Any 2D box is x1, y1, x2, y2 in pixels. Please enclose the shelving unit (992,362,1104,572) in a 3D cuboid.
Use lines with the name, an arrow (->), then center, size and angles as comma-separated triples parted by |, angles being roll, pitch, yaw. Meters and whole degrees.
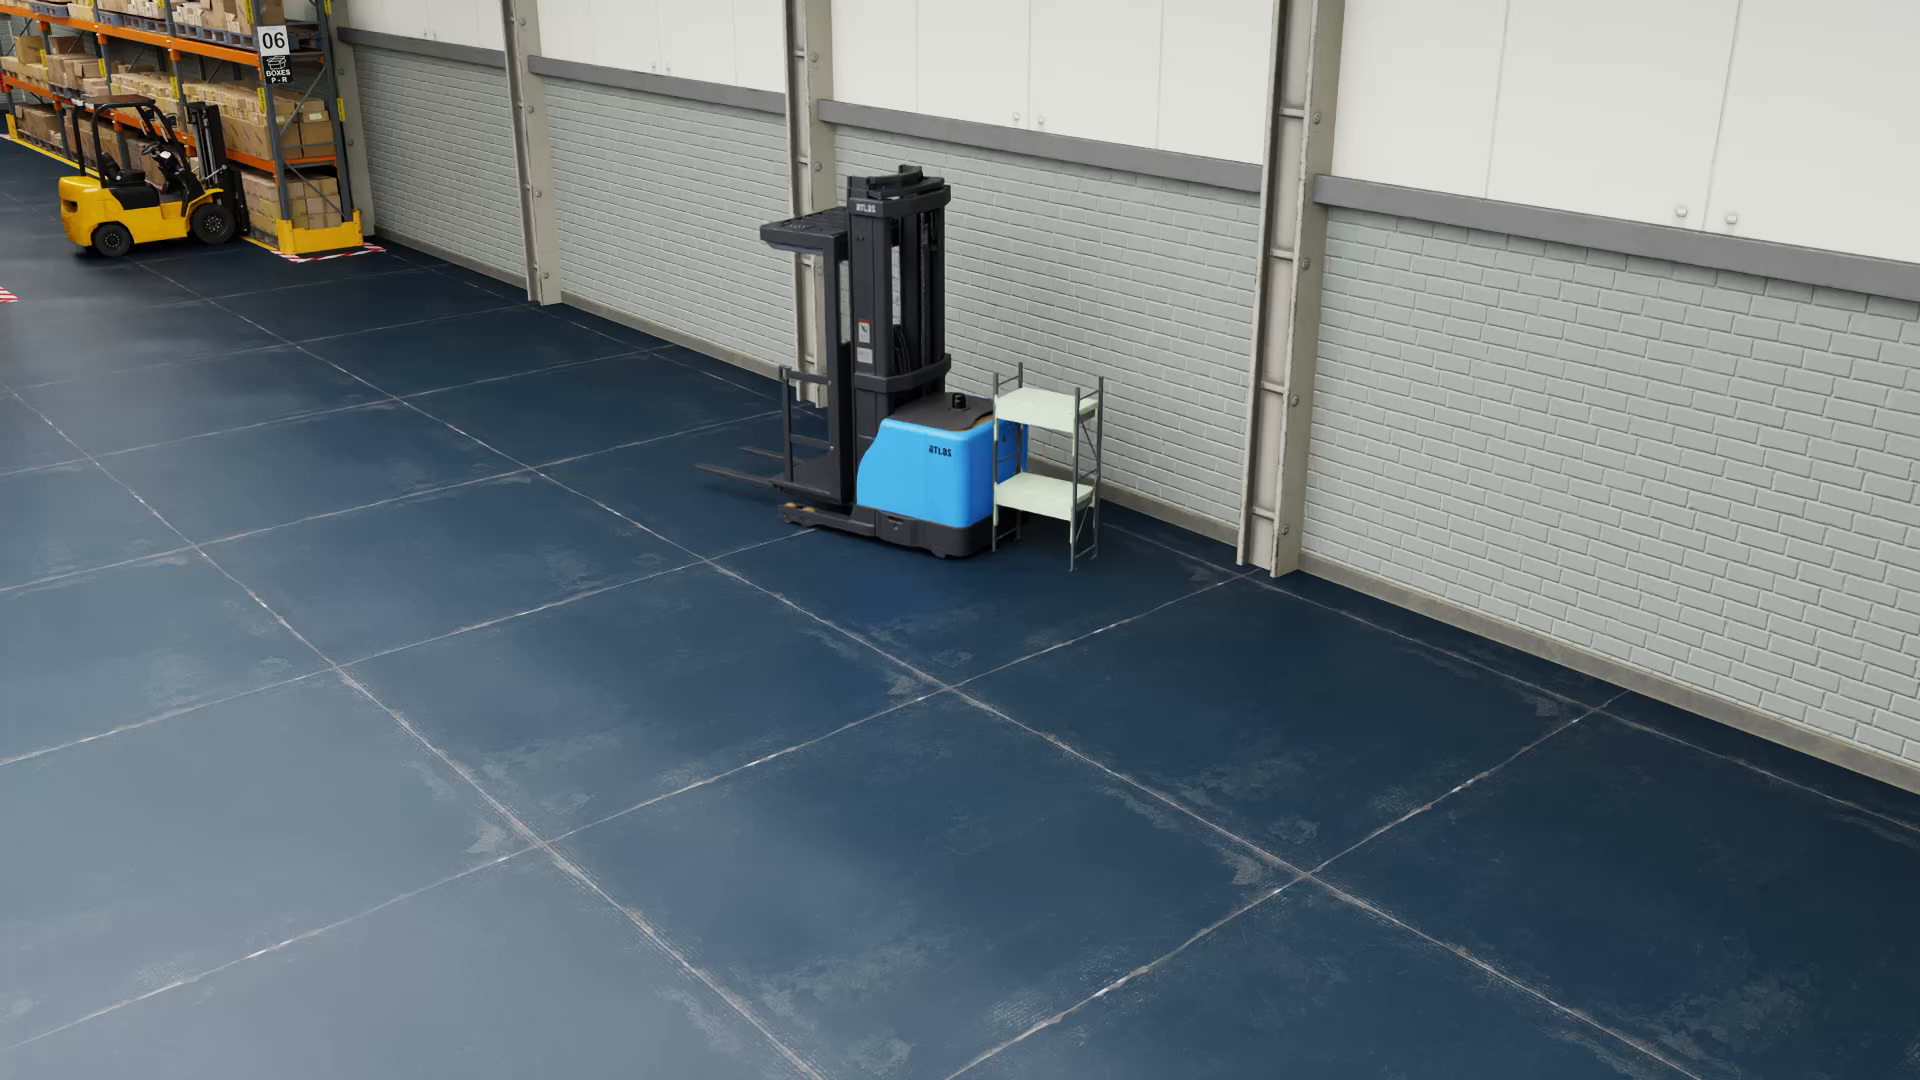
shelving unit -> 0.684, -0.580, 13.135 | 0.755, 1.500, 0.431 | 14, 25, 31

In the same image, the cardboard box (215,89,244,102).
cardboard box -> -11.262, -6.856, 25.667 | 0.380, 0.149, 0.250 | -18, 27, -38

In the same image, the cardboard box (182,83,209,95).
cardboard box -> -12.163, -7.193, 26.527 | 0.380, 0.149, 0.250 | -17, 27, -36

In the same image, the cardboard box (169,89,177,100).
cardboard box -> -12.720, -7.322, 27.264 | 0.380, 0.149, 0.250 | -18, 28, -38

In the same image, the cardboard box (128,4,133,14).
cardboard box -> -13.597, -8.831, 27.662 | 0.380, 0.149, 0.250 | -18, 28, -38

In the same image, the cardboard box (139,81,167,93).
cardboard box -> -13.626, -7.655, 28.116 | 0.380, 0.149, 0.250 | -18, 28, -39

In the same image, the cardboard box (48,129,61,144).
cardboard box -> -18.187, -8.180, 33.655 | 0.396, 0.266, 0.258 | -16, 27, -36

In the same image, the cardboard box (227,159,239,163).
cardboard box -> -11.742, -5.893, 26.467 | 0.500, 0.250, 0.500 | -17, 27, -37

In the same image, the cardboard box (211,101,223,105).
cardboard box -> -11.324, -6.702, 25.682 | 0.380, 0.149, 0.250 | -19, 28, -39

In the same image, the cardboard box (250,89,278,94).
cardboard box -> -10.756, -6.896, 25.770 | 0.380, 0.149, 0.250 | -16, 27, -36

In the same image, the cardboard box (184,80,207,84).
cardboard box -> -13.005, -7.726, 28.296 | 0.380, 0.149, 0.250 | -18, 27, -38

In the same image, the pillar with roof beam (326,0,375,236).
pillar with roof beam -> -12.568, -7.935, 21.630 | 9.100, 9.000, 0.400 | -17, 27, -37

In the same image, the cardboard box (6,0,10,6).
cardboard box -> -19.020, -10.870, 33.580 | 0.380, 0.149, 0.250 | -17, 27, -37

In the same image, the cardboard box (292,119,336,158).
cardboard box -> -9.648, -6.009, 24.802 | 0.500, 0.500, 0.500 | -16, 27, -36

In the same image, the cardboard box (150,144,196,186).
cardboard box -> -13.488, -6.519, 28.922 | 0.875, 0.625, 0.625 | -19, 28, -40

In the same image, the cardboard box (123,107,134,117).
cardboard box -> -14.328, -7.579, 29.153 | 0.500, 0.250, 0.500 | -18, 28, -39

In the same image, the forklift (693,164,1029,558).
forklift -> -0.937, -1.617, 13.820 | 3.031, 2.935, 1.130 | 14, 25, 31

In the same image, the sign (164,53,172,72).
sign -> -14.339, -8.642, 30.073 | 0.100, 0.325, 0.005 | -17, 27, -37

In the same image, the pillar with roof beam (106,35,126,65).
pillar with roof beam -> -20.401, -11.250, 30.095 | 9.100, 9.000, 0.400 | -17, 27, -37

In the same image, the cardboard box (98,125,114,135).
cardboard box -> -15.913, -7.683, 31.176 | 0.380, 0.149, 0.250 | -18, 28, -38

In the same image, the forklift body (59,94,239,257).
forklift body -> -12.155, -5.454, 24.685 | 2.313, 2.155, 1.214 | -17, 27, -37

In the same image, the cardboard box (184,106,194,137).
cardboard box -> -12.054, -6.726, 26.633 | 0.500, 0.500, 0.500 | -18, 28, -39

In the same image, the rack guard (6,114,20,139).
rack guard -> -19.930, -8.995, 35.990 | 1.175, 0.500, 0.348 | -17, 27, -37

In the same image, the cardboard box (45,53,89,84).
cardboard box -> -17.222, -9.130, 32.194 | 0.700, 0.500, 0.500 | -17, 27, -36

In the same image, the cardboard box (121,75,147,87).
cardboard box -> -14.410, -8.022, 29.051 | 0.380, 0.149, 0.250 | -17, 27, -36

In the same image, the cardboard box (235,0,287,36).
cardboard box -> -10.009, -7.509, 23.806 | 0.500, 0.500, 0.500 | -16, 27, -36

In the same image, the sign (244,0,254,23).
sign -> -9.955, -7.406, 23.288 | 0.100, 0.325, 0.005 | -17, 27, -37

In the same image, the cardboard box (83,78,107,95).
cardboard box -> -15.691, -8.310, 30.443 | 0.500, 0.250, 0.500 | -19, 28, -40

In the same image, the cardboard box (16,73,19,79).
cardboard box -> -19.455, -9.699, 34.704 | 0.380, 0.149, 0.250 | -16, 27, -36

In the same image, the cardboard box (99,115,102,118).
cardboard box -> -16.734, -8.304, 32.761 | 0.380, 0.149, 0.250 | -17, 27, -37

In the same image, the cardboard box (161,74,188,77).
cardboard box -> -13.800, -8.094, 29.235 | 0.380, 0.149, 0.250 | -18, 28, -38

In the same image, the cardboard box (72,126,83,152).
cardboard box -> -16.868, -7.774, 32.298 | 0.500, 0.500, 0.500 | -18, 28, -38

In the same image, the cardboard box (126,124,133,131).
cardboard box -> -15.552, -7.809, 31.496 | 0.380, 0.149, 0.250 | -18, 28, -39

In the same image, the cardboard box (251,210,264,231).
cardboard box -> -10.399, -4.869, 25.223 | 0.500, 0.250, 0.500 | -17, 27, -37

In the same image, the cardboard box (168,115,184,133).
cardboard box -> -12.673, -6.872, 27.347 | 0.500, 0.250, 0.500 | -17, 27, -36

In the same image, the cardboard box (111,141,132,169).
cardboard box -> -15.196, -7.067, 30.492 | 0.500, 0.500, 0.500 | -16, 27, -36

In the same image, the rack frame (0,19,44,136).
rack frame -> -19.979, -10.180, 35.588 | 1.000, 3.000, 0.127 | -17, 27, -37

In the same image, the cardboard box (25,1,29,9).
cardboard box -> -18.153, -10.528, 32.709 | 0.380, 0.149, 0.250 | -16, 27, -36

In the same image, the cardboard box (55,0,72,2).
cardboard box -> -16.452, -10.001, 30.649 | 0.380, 0.149, 0.250 | -17, 27, -36

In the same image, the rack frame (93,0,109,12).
rack frame -> -14.757, -10.763, 28.851 | 1.000, 3.000, 0.127 | -17, 27, -37

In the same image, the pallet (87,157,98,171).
pallet -> -16.008, -7.223, 31.863 | 1.003, 0.211, 1.213 | -17, 27, -37

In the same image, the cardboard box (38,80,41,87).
cardboard box -> -18.293, -9.198, 33.424 | 0.380, 0.149, 0.250 | -17, 27, -36

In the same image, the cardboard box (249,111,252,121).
cardboard box -> -10.286, -6.287, 24.622 | 0.380, 0.149, 0.250 | -17, 27, -36

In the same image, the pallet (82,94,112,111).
pallet -> -15.253, -8.051, 30.415 | 1.213, 0.211, 1.003 | -17, 27, -37

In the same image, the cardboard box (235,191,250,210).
cardboard box -> -10.762, -5.246, 25.500 | 0.500, 0.250, 0.500 | -18, 28, -39

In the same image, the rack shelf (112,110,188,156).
rack shelf -> -13.452, -7.082, 28.665 | 1.077, 0.370, 4.000 | -17, 27, -37

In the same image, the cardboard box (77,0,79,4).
cardboard box -> -15.798, -9.817, 30.207 | 0.380, 0.149, 0.250 | -17, 27, -37

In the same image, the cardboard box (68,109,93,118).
cardboard box -> -17.130, -8.324, 32.404 | 0.380, 0.149, 0.250 | -19, 28, -40

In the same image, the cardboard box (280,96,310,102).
cardboard box -> -9.921, -6.540, 24.860 | 0.380, 0.149, 0.250 | -17, 27, -36

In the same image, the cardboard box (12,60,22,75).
cardboard box -> -19.224, -9.781, 34.366 | 0.500, 0.250, 0.500 | -18, 28, -38

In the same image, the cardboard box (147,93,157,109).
cardboard box -> -13.331, -7.385, 27.973 | 0.500, 0.250, 0.500 | -17, 27, -36

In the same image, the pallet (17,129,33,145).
pallet -> -19.408, -8.640, 35.481 | 1.003, 0.211, 1.213 | -17, 27, -37

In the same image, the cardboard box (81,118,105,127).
cardboard box -> -16.731, -8.047, 32.105 | 0.380, 0.149, 0.250 | -18, 28, -38

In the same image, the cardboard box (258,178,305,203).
cardboard box -> -10.072, -5.193, 24.679 | 0.500, 0.250, 0.500 | -16, 27, -36

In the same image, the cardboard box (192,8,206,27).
cardboard box -> -11.407, -7.958, 25.274 | 0.396, 0.266, 0.258 | -18, 28, -39

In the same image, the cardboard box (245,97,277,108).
cardboard box -> -10.411, -6.508, 24.780 | 0.380, 0.149, 0.250 | -17, 27, -37

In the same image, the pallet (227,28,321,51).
pallet -> -9.977, -7.316, 24.285 | 1.003, 0.211, 1.213 | -17, 27, -37

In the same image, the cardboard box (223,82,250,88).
cardboard box -> -11.576, -7.256, 26.689 | 0.380, 0.149, 0.250 | -18, 28, -39
